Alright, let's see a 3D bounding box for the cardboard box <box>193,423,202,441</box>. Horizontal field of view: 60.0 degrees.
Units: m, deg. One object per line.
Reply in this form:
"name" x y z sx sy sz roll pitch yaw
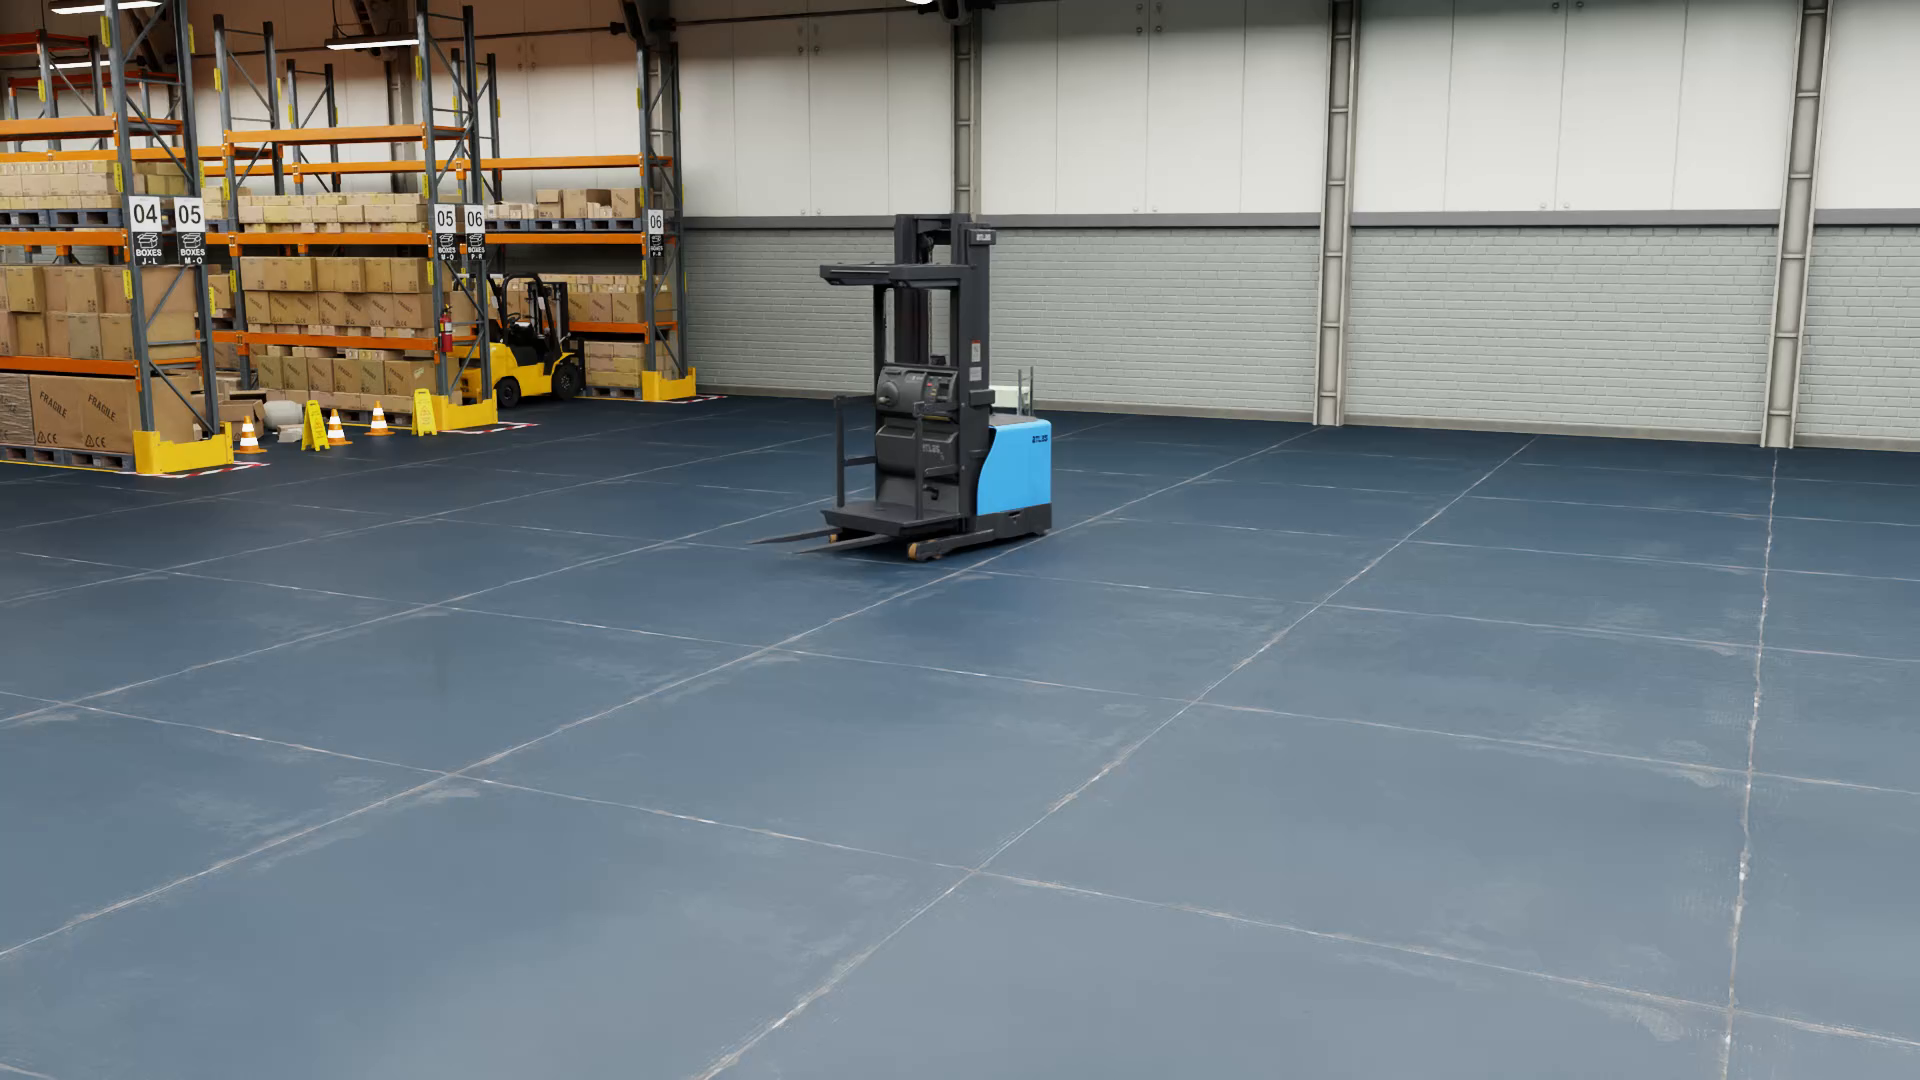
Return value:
"cardboard box" -10.579 -1.478 22.651 0.258 0.266 0.396 7 13 36

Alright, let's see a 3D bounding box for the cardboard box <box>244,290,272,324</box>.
"cardboard box" -10.565 -3.579 25.469 0.500 0.500 0.500 5 11 26

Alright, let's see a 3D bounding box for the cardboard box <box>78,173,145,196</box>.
"cardboard box" -9.911 -4.148 19.429 0.500 0.250 0.500 5 11 27

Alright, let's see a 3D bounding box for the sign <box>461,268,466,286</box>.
"sign" -8.875 -4.699 29.745 0.005 0.325 0.100 5 11 26

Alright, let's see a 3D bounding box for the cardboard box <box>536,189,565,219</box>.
"cardboard box" -6.943 -5.868 29.060 0.637 0.503 0.797 5 12 28

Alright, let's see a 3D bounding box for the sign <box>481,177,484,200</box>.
"sign" -7.009 -5.141 24.335 0.005 0.325 0.100 5 11 26

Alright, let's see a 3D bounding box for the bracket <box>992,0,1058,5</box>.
"bracket" 2.640 -8.096 24.591 4.783 0.066 0.076 5 11 26

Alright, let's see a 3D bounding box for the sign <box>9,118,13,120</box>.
"sign" -19.645 -8.566 34.446 0.005 0.325 0.100 5 11 26

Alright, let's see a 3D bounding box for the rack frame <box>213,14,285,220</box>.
"rack frame" -10.836 -6.415 25.408 0.127 3.000 1.000 5 11 26

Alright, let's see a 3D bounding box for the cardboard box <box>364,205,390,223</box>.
"cardboard box" -8.272 -4.736 24.138 0.500 0.250 0.500 5 11 25

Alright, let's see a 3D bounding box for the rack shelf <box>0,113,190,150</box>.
"rack shelf" -11.142 -4.908 20.225 4.000 0.370 1.077 5 11 26

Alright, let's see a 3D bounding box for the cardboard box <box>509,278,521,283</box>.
"cardboard box" -7.796 -4.637 29.490 0.250 0.149 0.380 5 12 27

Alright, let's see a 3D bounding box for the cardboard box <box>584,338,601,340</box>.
"cardboard box" -6.753 -3.476 29.748 0.500 0.250 0.500 5 11 25

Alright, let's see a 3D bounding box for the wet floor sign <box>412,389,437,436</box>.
"wet floor sign" -7.552 -1.804 23.383 0.267 0.644 0.232 -10 14 -43

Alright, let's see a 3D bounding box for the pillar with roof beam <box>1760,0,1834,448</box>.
"pillar with roof beam" 8.956 -4.986 17.511 0.400 9.000 9.100 5 11 26

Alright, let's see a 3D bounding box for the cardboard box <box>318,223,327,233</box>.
"cardboard box" -9.280 -4.630 24.672 0.250 0.149 0.380 5 11 26

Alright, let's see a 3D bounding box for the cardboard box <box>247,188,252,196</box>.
"cardboard box" -11.634 -5.466 26.423 0.500 0.250 0.500 5 11 25

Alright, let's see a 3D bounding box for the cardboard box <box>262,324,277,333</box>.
"cardboard box" -10.446 -3.252 25.480 0.250 0.149 0.380 5 12 27

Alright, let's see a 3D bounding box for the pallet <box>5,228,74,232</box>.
"pallet" -15.024 -5.204 27.667 1.003 0.211 1.213 6 12 28

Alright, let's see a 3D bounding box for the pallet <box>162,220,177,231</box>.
"pallet" -12.274 -4.994 26.504 1.003 0.211 1.213 5 11 26

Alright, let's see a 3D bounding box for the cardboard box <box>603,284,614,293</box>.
"cardboard box" -5.939 -4.338 28.672 0.250 0.149 0.380 5 12 27

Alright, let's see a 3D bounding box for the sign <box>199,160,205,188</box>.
"sign" -9.098 -4.383 19.924 0.005 0.325 0.100 5 11 26

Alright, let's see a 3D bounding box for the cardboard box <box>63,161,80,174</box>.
"cardboard box" -10.254 -4.362 19.495 0.250 0.149 0.380 5 12 27

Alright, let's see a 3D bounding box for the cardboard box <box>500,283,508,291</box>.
"cardboard box" -7.995 -4.521 29.686 0.250 0.149 0.380 5 11 26

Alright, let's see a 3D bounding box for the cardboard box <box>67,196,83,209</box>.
"cardboard box" -10.253 -3.970 19.565 0.250 0.149 0.380 5 11 27

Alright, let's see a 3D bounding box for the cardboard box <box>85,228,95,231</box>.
"cardboard box" -13.987 -5.116 27.030 0.258 0.266 0.396 5 11 26

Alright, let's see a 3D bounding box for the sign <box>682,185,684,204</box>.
"sign" -4.805 -5.974 28.718 0.005 0.325 0.100 5 11 26

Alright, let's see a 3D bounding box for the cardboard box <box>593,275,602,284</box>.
"cardboard box" -6.142 -4.513 28.803 0.250 0.149 0.380 5 11 26

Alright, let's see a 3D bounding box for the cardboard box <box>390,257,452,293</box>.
"cardboard box" -7.804 -3.841 24.106 0.500 0.500 0.700 5 11 24

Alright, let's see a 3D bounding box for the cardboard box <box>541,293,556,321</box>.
"cardboard box" -6.990 -4.108 29.222 0.500 0.500 0.500 5 11 26

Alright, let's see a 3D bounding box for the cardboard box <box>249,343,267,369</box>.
"cardboard box" -13.619 -3.629 32.698 0.500 0.500 0.500 6 12 28

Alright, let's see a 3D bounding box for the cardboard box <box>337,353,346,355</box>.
"cardboard box" -9.730 -2.642 25.842 0.500 0.500 0.500 5 12 27

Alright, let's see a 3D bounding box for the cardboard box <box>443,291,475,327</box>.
"cardboard box" -7.551 -3.425 24.616 0.500 0.500 0.500 5 11 25

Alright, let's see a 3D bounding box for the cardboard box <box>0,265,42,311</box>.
"cardboard box" -11.652 -3.146 20.736 0.550 0.550 0.875 5 11 26

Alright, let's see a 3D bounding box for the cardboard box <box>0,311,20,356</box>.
"cardboard box" -11.664 -2.610 20.808 0.550 0.550 0.875 5 11 26

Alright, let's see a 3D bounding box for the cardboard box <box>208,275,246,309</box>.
"cardboard box" -11.352 -3.865 25.868 0.500 0.500 0.500 5 11 25

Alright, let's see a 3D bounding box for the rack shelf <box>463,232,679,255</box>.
"rack shelf" -6.850 -5.221 29.250 4.000 0.370 1.077 5 11 26

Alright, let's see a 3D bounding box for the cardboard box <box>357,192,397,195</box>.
"cardboard box" -10.776 -6.176 30.770 0.500 0.500 0.500 5 12 27

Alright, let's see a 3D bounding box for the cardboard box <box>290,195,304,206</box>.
"cardboard box" -9.751 -5.056 24.790 0.250 0.149 0.380 5 11 24

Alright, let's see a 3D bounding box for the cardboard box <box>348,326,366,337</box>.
"cardboard box" -8.857 -3.109 24.692 0.250 0.149 0.380 5 11 25

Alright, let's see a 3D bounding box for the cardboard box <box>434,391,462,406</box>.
"cardboard box" -7.850 -2.109 25.003 0.500 0.250 0.500 5 11 25

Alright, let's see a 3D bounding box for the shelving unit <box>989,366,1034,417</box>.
"shelving unit" 0.290 -0.933 16.174 0.755 1.500 0.431 4 11 20

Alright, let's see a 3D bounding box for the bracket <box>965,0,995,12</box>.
"bracket" 0.314 -8.301 25.720 0.430 0.232 0.235 5 11 26

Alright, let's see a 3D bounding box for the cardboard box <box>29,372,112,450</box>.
"cardboard box" -10.776 -1.622 20.559 0.875 0.875 0.875 5 11 25

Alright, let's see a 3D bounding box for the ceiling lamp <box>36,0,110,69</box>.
"ceiling lamp" -16.038 -10.294 30.449 2.000 3.185 0.800 5 11 26

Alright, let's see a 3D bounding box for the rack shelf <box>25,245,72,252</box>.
"rack shelf" -17.611 -6.166 34.475 4.000 0.370 1.077 5 11 26

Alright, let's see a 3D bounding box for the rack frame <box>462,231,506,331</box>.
"rack frame" -8.643 -4.256 30.324 0.127 3.000 1.000 5 11 26

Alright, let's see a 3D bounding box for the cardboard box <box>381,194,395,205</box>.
"cardboard box" -8.134 -4.916 24.013 0.250 0.149 0.380 5 11 25

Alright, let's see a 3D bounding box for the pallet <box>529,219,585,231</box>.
"pallet" -6.777 -5.529 29.184 1.213 0.211 1.003 5 11 26

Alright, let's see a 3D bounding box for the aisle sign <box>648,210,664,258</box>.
"aisle sign" -5.127 -5.168 28.063 0.004 0.787 0.394 5 11 26

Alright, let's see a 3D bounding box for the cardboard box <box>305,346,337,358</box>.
"cardboard box" -9.636 -2.835 25.086 0.250 0.149 0.380 6 12 29

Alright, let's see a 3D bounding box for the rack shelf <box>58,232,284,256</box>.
"rack shelf" -12.630 -4.743 26.610 4.000 0.370 1.077 5 11 26

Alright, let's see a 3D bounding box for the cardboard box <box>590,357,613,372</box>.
"cardboard box" -6.076 -3.070 28.909 0.500 0.250 0.500 5 11 25

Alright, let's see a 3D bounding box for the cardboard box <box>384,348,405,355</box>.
"cardboard box" -10.484 -3.455 31.386 0.625 0.625 0.875 5 11 23

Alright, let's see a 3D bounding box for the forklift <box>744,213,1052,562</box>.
"forklift" -0.523 -1.357 14.498 1.130 2.935 3.031 10 14 43

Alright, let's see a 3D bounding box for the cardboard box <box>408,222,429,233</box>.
"cardboard box" -7.693 -4.484 23.865 0.250 0.149 0.380 5 11 26
